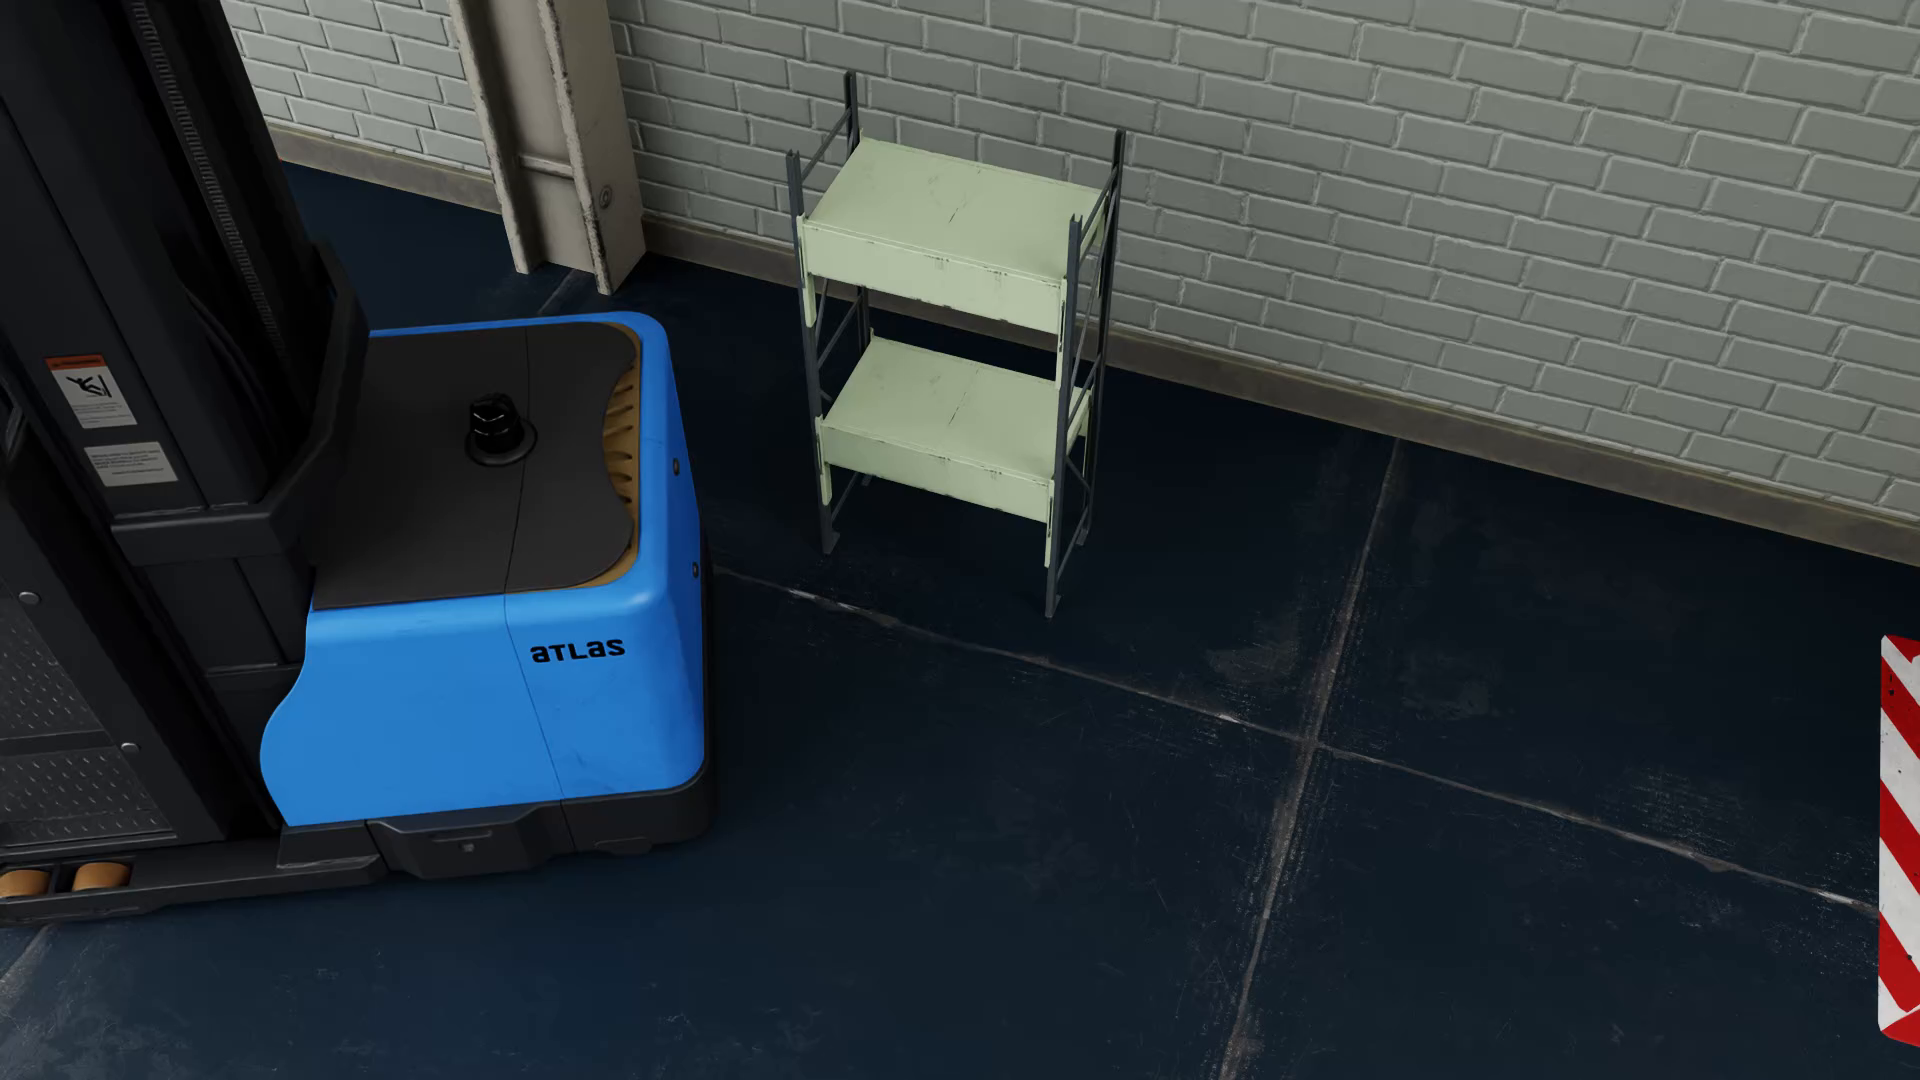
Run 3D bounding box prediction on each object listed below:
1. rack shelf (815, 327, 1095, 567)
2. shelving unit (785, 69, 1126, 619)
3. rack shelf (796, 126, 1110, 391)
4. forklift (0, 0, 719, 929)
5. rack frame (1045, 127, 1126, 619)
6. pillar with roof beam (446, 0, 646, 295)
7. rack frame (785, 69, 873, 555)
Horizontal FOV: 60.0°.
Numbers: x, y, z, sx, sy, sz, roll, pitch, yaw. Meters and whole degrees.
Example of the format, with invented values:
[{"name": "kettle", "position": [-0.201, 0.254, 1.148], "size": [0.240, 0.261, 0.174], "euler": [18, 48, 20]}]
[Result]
[{"name": "rack shelf", "position": [-0.006, -0.279, 4.931], "size": [0.720, 0.370, 0.431], "euler": [16, 51, 13]}, {"name": "shelving unit", "position": [-0.006, -0.493, 4.685], "size": [0.755, 1.500, 0.431], "euler": [16, 51, 13]}, {"name": "rack shelf", "position": [-0.006, -0.749, 4.390], "size": [0.720, 0.370, 0.431], "euler": [16, 51, 13]}, {"name": "forklift", "position": [-2.210, -0.374, 3.634], "size": [3.031, 2.935, 1.130], "euler": [-5, 49, -4]}, {"name": "rack frame", "position": [0.337, -0.397, 4.602], "size": [0.023, 1.500, 0.400], "euler": [16, 51, 13]}, {"name": "pillar with roof beam", "position": [-2.886, -0.940, 0.110], "size": [0.400, 9.000, 9.100], "euler": [16, 51, 13]}, {"name": "rack frame", "position": [-0.350, -0.589, 4.768], "size": [0.023, 1.500, 0.400], "euler": [16, 51, 13]}]
